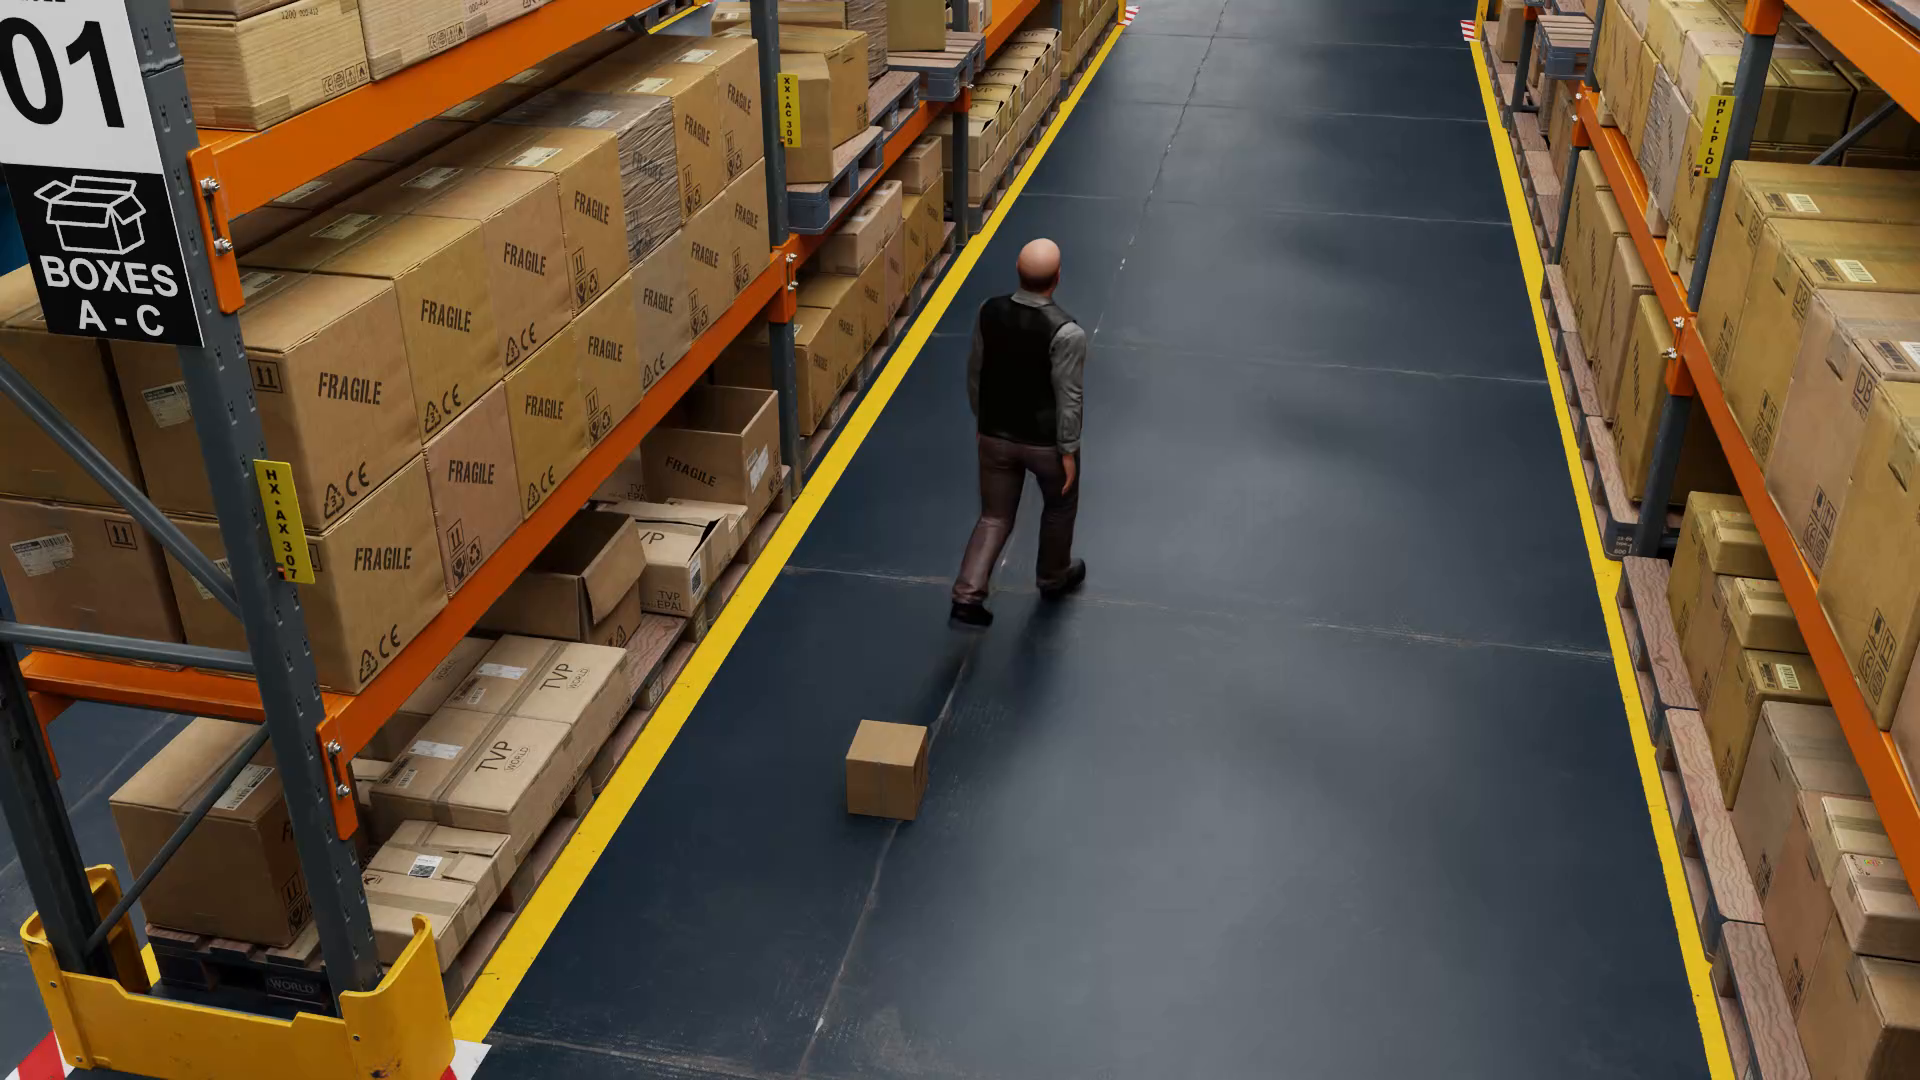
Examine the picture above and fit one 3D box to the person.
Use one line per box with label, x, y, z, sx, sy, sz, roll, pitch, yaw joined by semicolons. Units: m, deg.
person;0.248;-0.416;6.913;0.551;1.691;0.936;14;32;25
